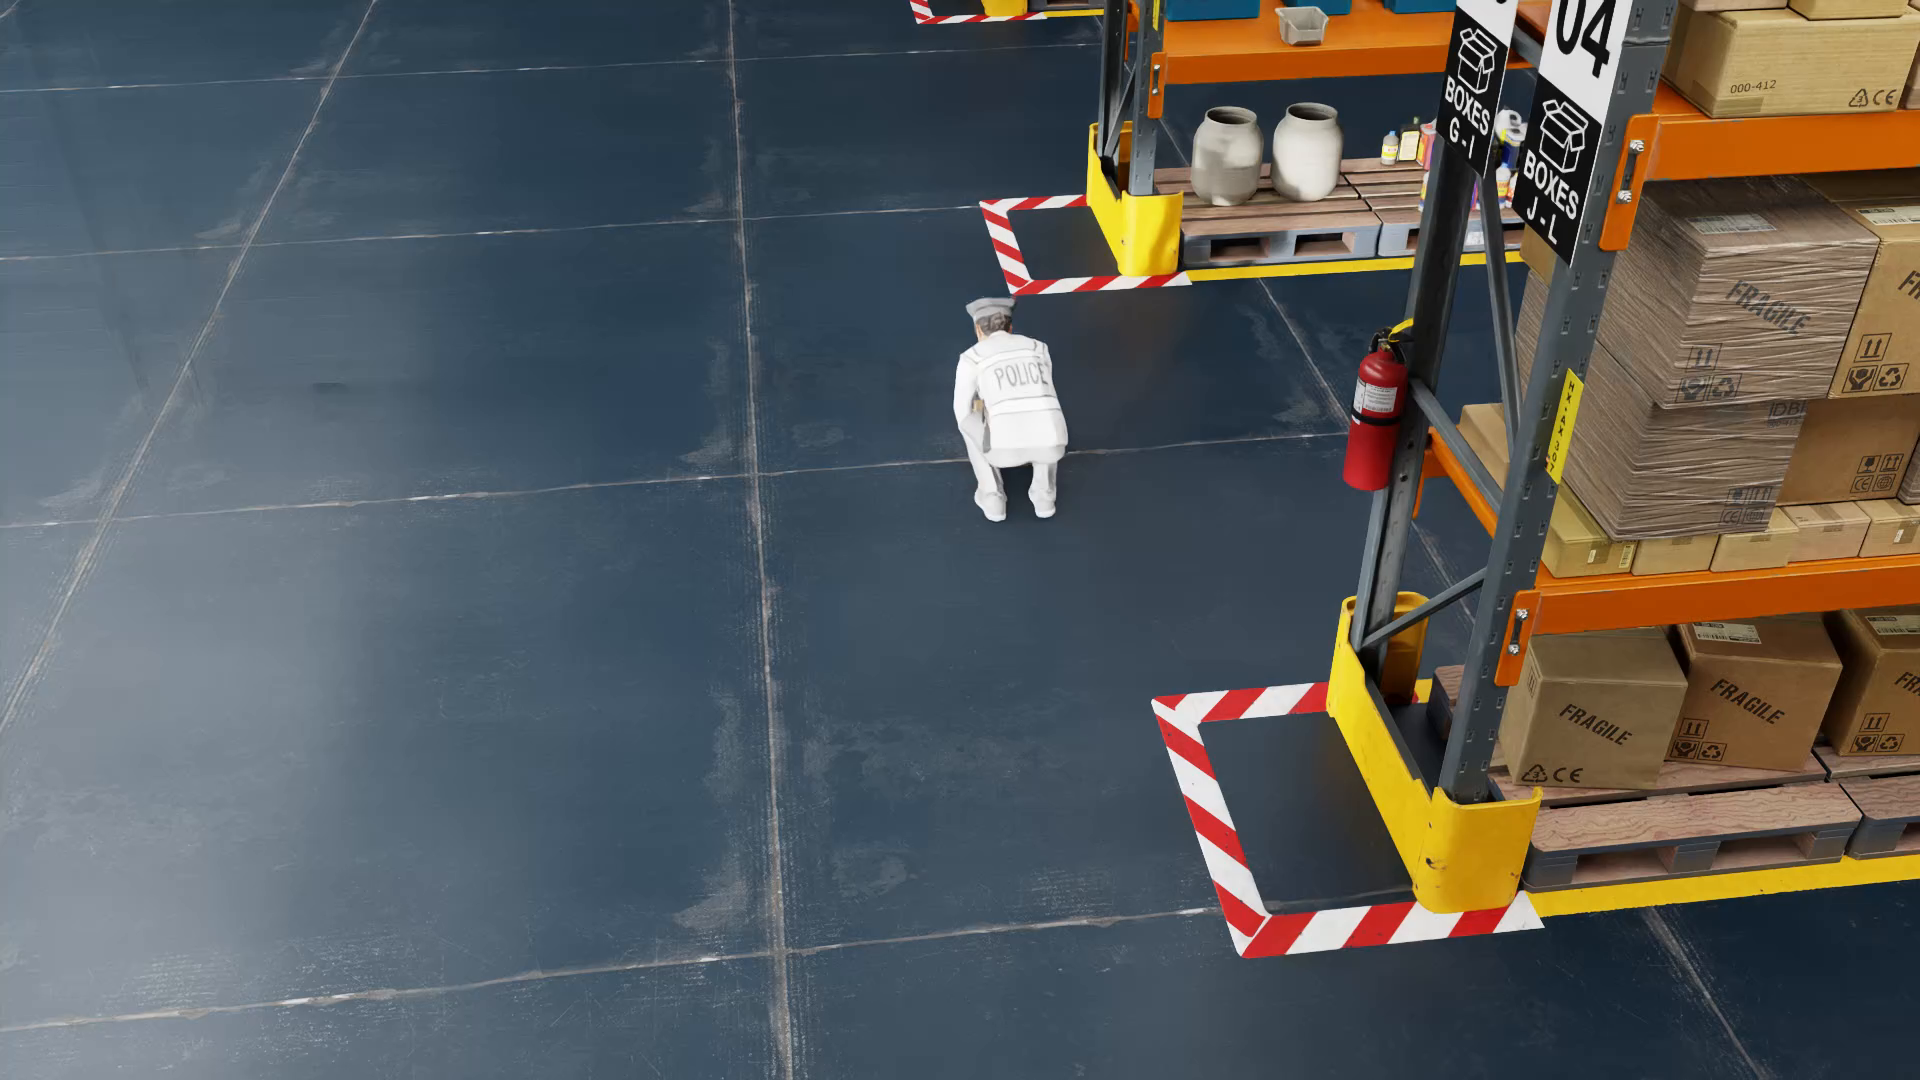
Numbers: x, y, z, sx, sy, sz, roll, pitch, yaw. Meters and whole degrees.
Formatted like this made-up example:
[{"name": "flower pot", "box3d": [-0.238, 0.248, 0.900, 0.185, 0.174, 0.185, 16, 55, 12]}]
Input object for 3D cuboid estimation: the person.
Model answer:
[{"name": "person", "box3d": [0.231, -0.607, 7.686, 0.485, 0.898, 0.856, -4, 35, -6]}]
